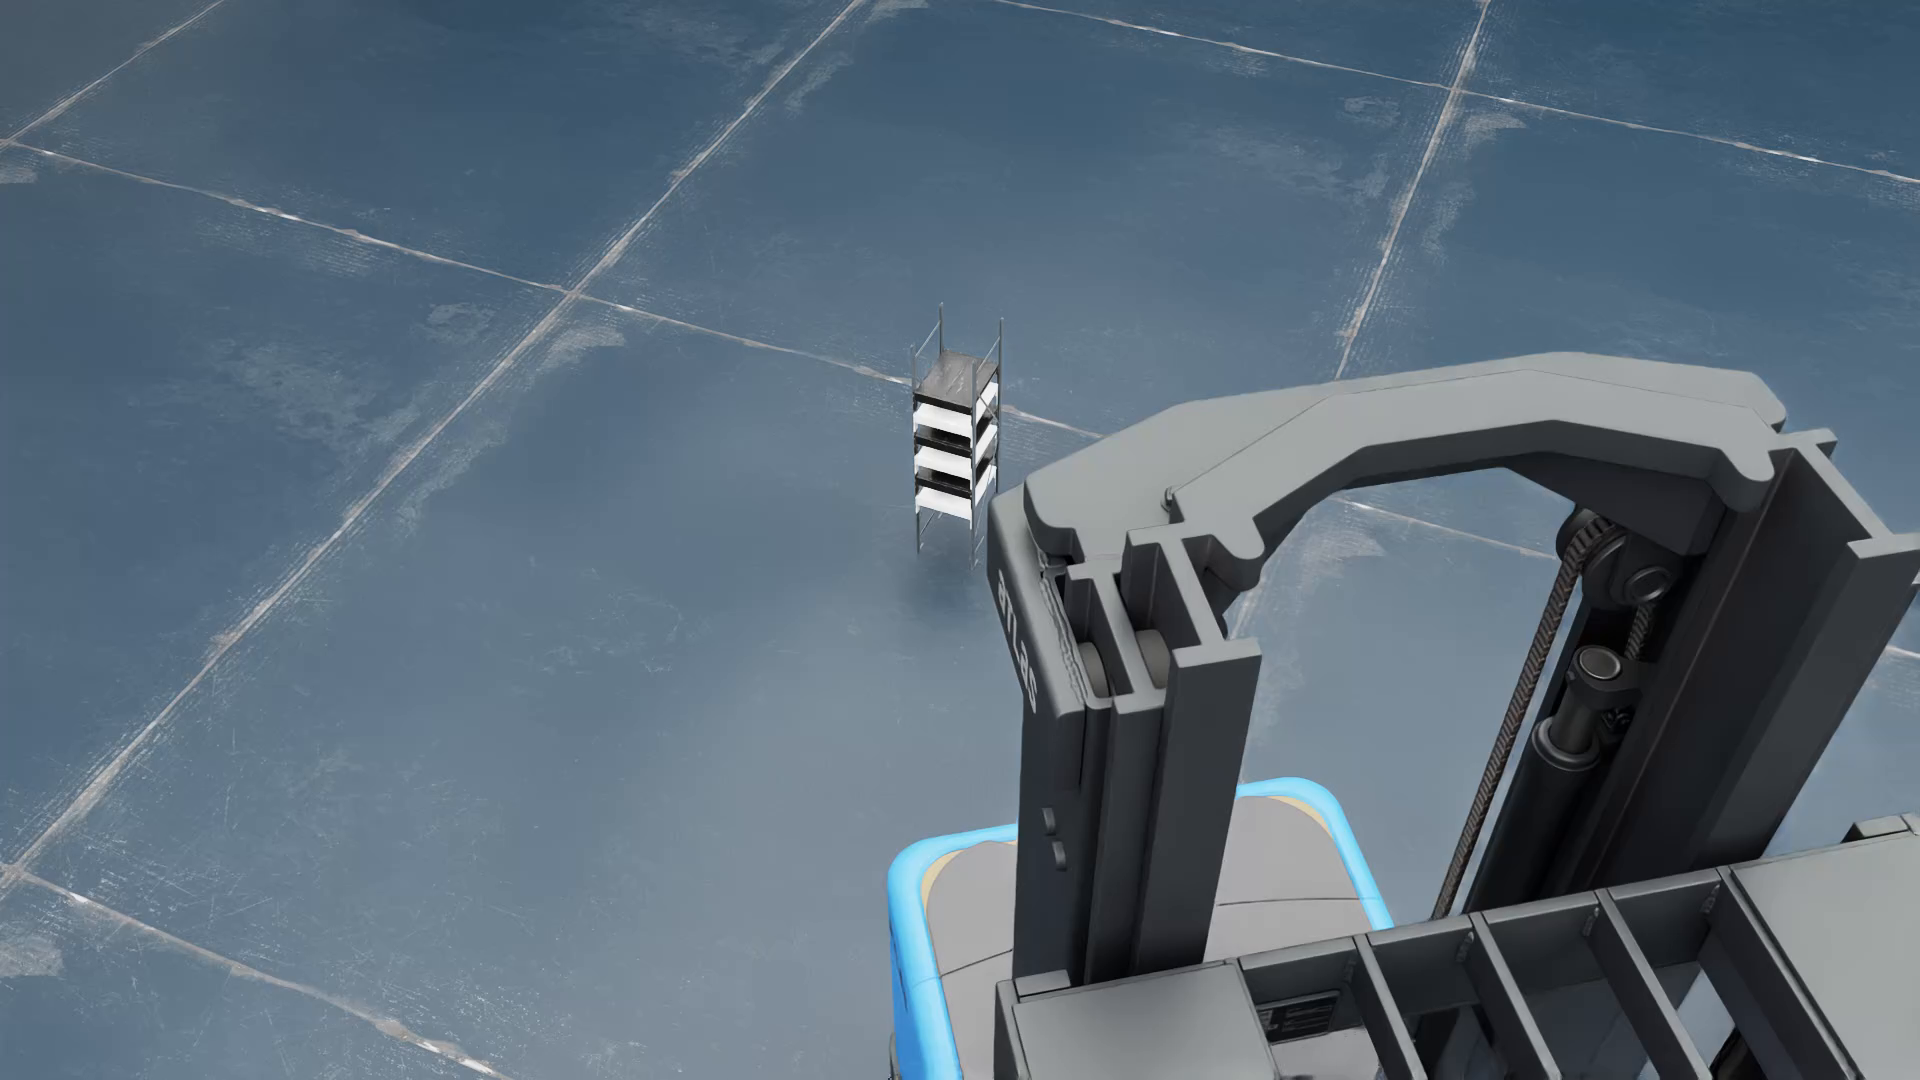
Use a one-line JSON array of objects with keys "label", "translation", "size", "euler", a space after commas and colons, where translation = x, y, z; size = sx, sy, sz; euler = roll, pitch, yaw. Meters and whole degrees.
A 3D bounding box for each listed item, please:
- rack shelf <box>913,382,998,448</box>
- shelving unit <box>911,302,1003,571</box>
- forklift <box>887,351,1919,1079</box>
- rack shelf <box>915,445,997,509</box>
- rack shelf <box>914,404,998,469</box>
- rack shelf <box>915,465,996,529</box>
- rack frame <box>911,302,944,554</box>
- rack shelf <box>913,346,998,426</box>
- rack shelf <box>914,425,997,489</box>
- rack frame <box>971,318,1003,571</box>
[{"label": "rack shelf", "translation": [-0.007, -0.425, 5.331], "size": [0.200, 0.077, 0.258], "euler": [16, 47, 16]}, {"label": "shelving unit", "translation": [-0.007, -0.321, 5.435], "size": [0.210, 0.900, 0.258], "euler": [16, 47, 16]}, {"label": "forklift", "translation": [0.629, 1.328, 2.338], "size": [1.130, 2.935, 3.031], "euler": [-8, 45, -8]}, {"label": "rack shelf", "translation": [-0.007, -0.234, 5.522], "size": [0.200, 0.077, 0.258], "euler": [16, 47, 16]}, {"label": "rack shelf", "translation": [-0.007, -0.361, 5.395], "size": [0.200, 0.077, 0.258], "euler": [16, 47, 16]}, {"label": "rack shelf", "translation": [-0.007, -0.170, 5.585], "size": [0.200, 0.077, 0.258], "euler": [16, 47, 16]}, {"label": "rack frame", "translation": [-0.101, -0.349, 5.463], "size": [0.006, 0.900, 0.240], "euler": [16, 47, 16]}, {"label": "rack shelf", "translation": [-0.007, -0.489, 5.268], "size": [0.200, 0.077, 0.258], "euler": [16, 47, 16]}, {"label": "rack shelf", "translation": [-0.007, -0.298, 5.458], "size": [0.200, 0.077, 0.258], "euler": [16, 47, 16]}, {"label": "rack frame", "translation": [0.086, -0.294, 5.407], "size": [0.006, 0.900, 0.240], "euler": [16, 47, 16]}]
